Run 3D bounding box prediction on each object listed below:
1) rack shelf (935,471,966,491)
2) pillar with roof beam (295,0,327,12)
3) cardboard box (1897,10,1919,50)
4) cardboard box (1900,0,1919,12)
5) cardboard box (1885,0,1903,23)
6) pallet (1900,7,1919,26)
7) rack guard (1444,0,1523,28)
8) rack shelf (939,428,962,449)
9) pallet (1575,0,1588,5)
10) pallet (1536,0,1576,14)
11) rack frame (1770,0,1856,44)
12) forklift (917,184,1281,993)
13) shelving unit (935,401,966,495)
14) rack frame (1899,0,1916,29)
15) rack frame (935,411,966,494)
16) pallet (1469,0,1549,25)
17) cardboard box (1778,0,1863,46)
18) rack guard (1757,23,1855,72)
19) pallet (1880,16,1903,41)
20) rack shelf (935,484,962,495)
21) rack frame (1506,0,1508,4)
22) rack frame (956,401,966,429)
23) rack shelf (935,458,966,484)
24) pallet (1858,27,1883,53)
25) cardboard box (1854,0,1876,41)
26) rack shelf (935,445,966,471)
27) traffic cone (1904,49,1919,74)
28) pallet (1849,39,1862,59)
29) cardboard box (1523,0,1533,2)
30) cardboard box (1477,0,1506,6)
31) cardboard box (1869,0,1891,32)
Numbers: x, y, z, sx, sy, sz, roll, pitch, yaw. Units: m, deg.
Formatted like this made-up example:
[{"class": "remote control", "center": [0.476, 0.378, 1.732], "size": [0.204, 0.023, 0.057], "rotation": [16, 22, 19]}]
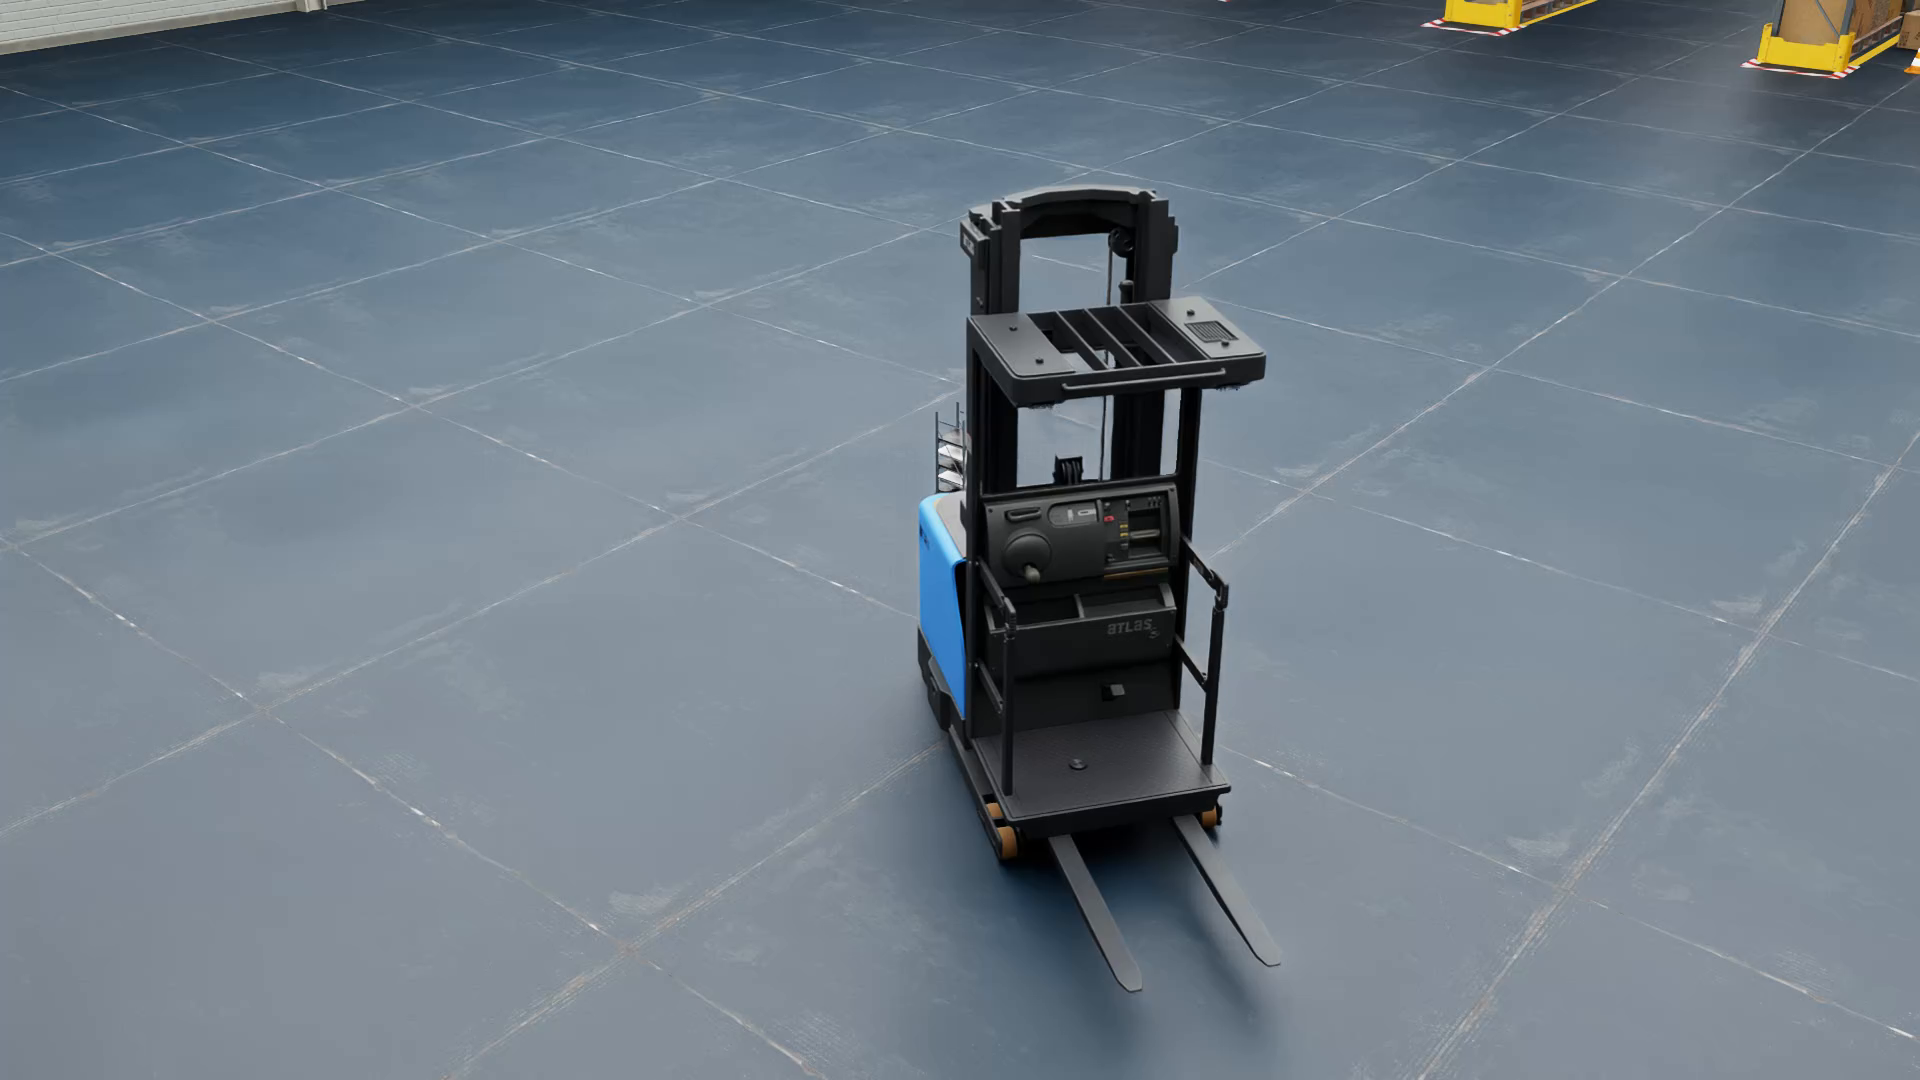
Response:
[{"class": "rack shelf", "center": [0.005, -0.373, 10.564], "size": [0.258, 0.077, 0.200], "rotation": [21, 34, 34]}, {"class": "pillar with roof beam", "center": [-7.603, -11.679, 23.532], "size": [9.100, 9.000, 0.400], "rotation": [21, 34, 34]}, {"class": "cardboard box", "center": [14.508, -7.656, 25.003], "size": [0.500, 0.500, 0.500], "rotation": [-21, 34, -35]}, {"class": "cardboard box", "center": [15.029, -9.050, 26.970], "size": [1.050, 0.750, 0.750], "rotation": [21, 34, 34]}, {"class": "cardboard box", "center": [14.250, -8.656, 26.073], "size": [0.875, 0.875, 0.875], "rotation": [21, 34, 35]}, {"class": "pallet", "center": [15.137, -8.673, 27.285], "size": [1.003, 0.211, 1.213], "rotation": [21, 34, 34]}, {"class": "rack guard", "center": [8.445, -8.600, 26.830], "size": [1.175, 0.500, 0.348], "rotation": [21, 34, 34]}, {"class": "rack shelf", "center": [0.005, -0.613, 10.440], "size": [0.258, 0.077, 0.200], "rotation": [21, 34, 34]}, {"class": "pallet", "center": [10.541, -9.614, 29.105], "size": [1.003, 0.211, 1.213], "rotation": [21, 34, 34]}, {"class": "pallet", "center": [9.765, -9.180, 28.265], "size": [1.003, 0.211, 1.213], "rotation": [21, 34, 34]}, {"class": "rack frame", "center": [12.160, -8.198, 23.332], "size": [1.000, 3.000, 0.127], "rotation": [21, 34, 34]}, {"class": "forklift", "center": [0.628, 0.013, 7.534], "size": [1.130, 2.935, 3.031], "rotation": [-7, 28, -13]}, {"class": "shelving unit", "center": [0.005, -0.403, 10.549], "size": [0.258, 0.900, 0.210], "rotation": [21, 34, 34]}, {"class": "rack frame", "center": [14.704, -9.616, 26.073], "size": [1.000, 3.000, 0.127], "rotation": [21, 34, 34]}, {"class": "rack frame", "center": [-0.059, -0.367, 10.479], "size": [0.240, 0.900, 0.006], "rotation": [21, 34, 34]}, {"class": "pallet", "center": [8.989, -8.749, 27.433], "size": [1.003, 0.211, 1.213], "rotation": [21, 34, 34]}, {"class": "cardboard box", "center": [12.540, -7.700, 24.226], "size": [0.875, 0.875, 0.875], "rotation": [21, 34, 35]}, {"class": "rack guard", "center": [12.144, -7.079, 23.890], "size": [1.175, 0.500, 0.348], "rotation": [21, 34, 34]}, {"class": "pallet", "center": [14.160, -8.131, 26.237], "size": [1.003, 0.211, 1.213], "rotation": [21, 34, 34]}, {"class": "rack shelf", "center": [0.005, -0.293, 10.605], "size": [0.258, 0.077, 0.200], "rotation": [21, 34, 34]}, {"class": "rack frame", "center": [8.397, -9.683, 26.203], "size": [1.000, 3.000, 0.127], "rotation": [21, 34, 34]}, {"class": "rack frame", "center": [0.070, -0.439, 10.618], "size": [0.240, 0.900, 0.006], "rotation": [21, 34, 34]}, {"class": "rack shelf", "center": [0.005, -0.453, 10.523], "size": [0.258, 0.077, 0.200], "rotation": [21, 34, 34]}, {"class": "pallet", "center": [13.384, -7.696, 25.397], "size": [1.003, 0.211, 1.213], "rotation": [21, 34, 34]}, {"class": "cardboard box", "center": [13.098, -8.013, 24.830], "size": [0.875, 0.875, 0.875], "rotation": [20, 34, 34]}, {"class": "rack shelf", "center": [0.005, -0.533, 10.481], "size": [0.258, 0.077, 0.200], "rotation": [21, 34, 34]}, {"class": "traffic cone", "center": [13.593, -6.844, 23.476], "size": [0.336, 0.463, 0.334], "rotation": [21, 34, 34]}, {"class": "pallet", "center": [12.608, -7.265, 24.565], "size": [1.003, 0.211, 1.213], "rotation": [21, 34, 34]}, {"class": "cardboard box", "center": [9.161, -9.198, 27.529], "size": [0.500, 0.500, 0.500], "rotation": [-18, 32, -31]}, {"class": "cardboard box", "center": [8.807, -8.976, 27.100], "size": [0.500, 0.500, 0.500], "rotation": [-21, 34, -35]}, {"class": "cardboard box", "center": [13.680, -8.335, 25.454], "size": [0.875, 0.875, 0.875], "rotation": [21, 34, 35]}]
